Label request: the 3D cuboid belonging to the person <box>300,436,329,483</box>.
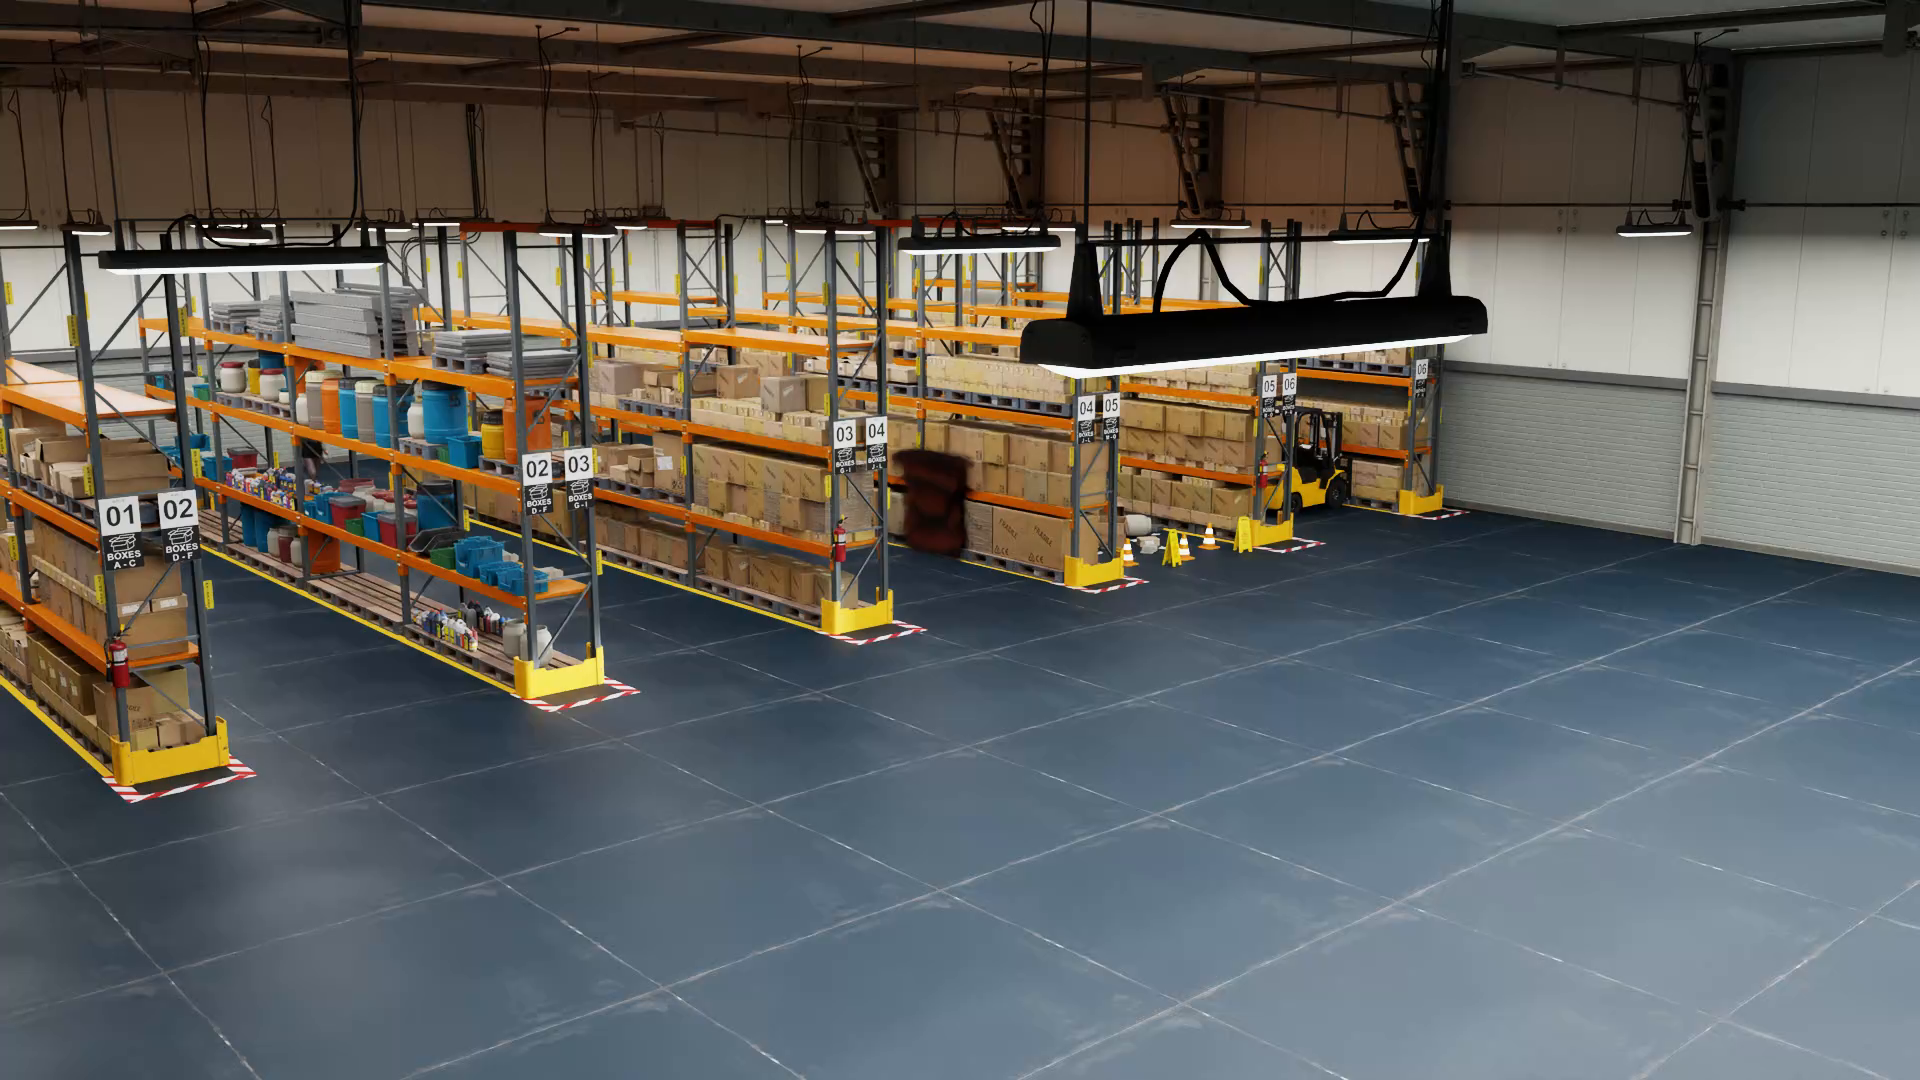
[{"bbox_3d":[-14.218,-1.766,36.482,0.885,1.743,0.646,10,15,42],"label":"person"}]
